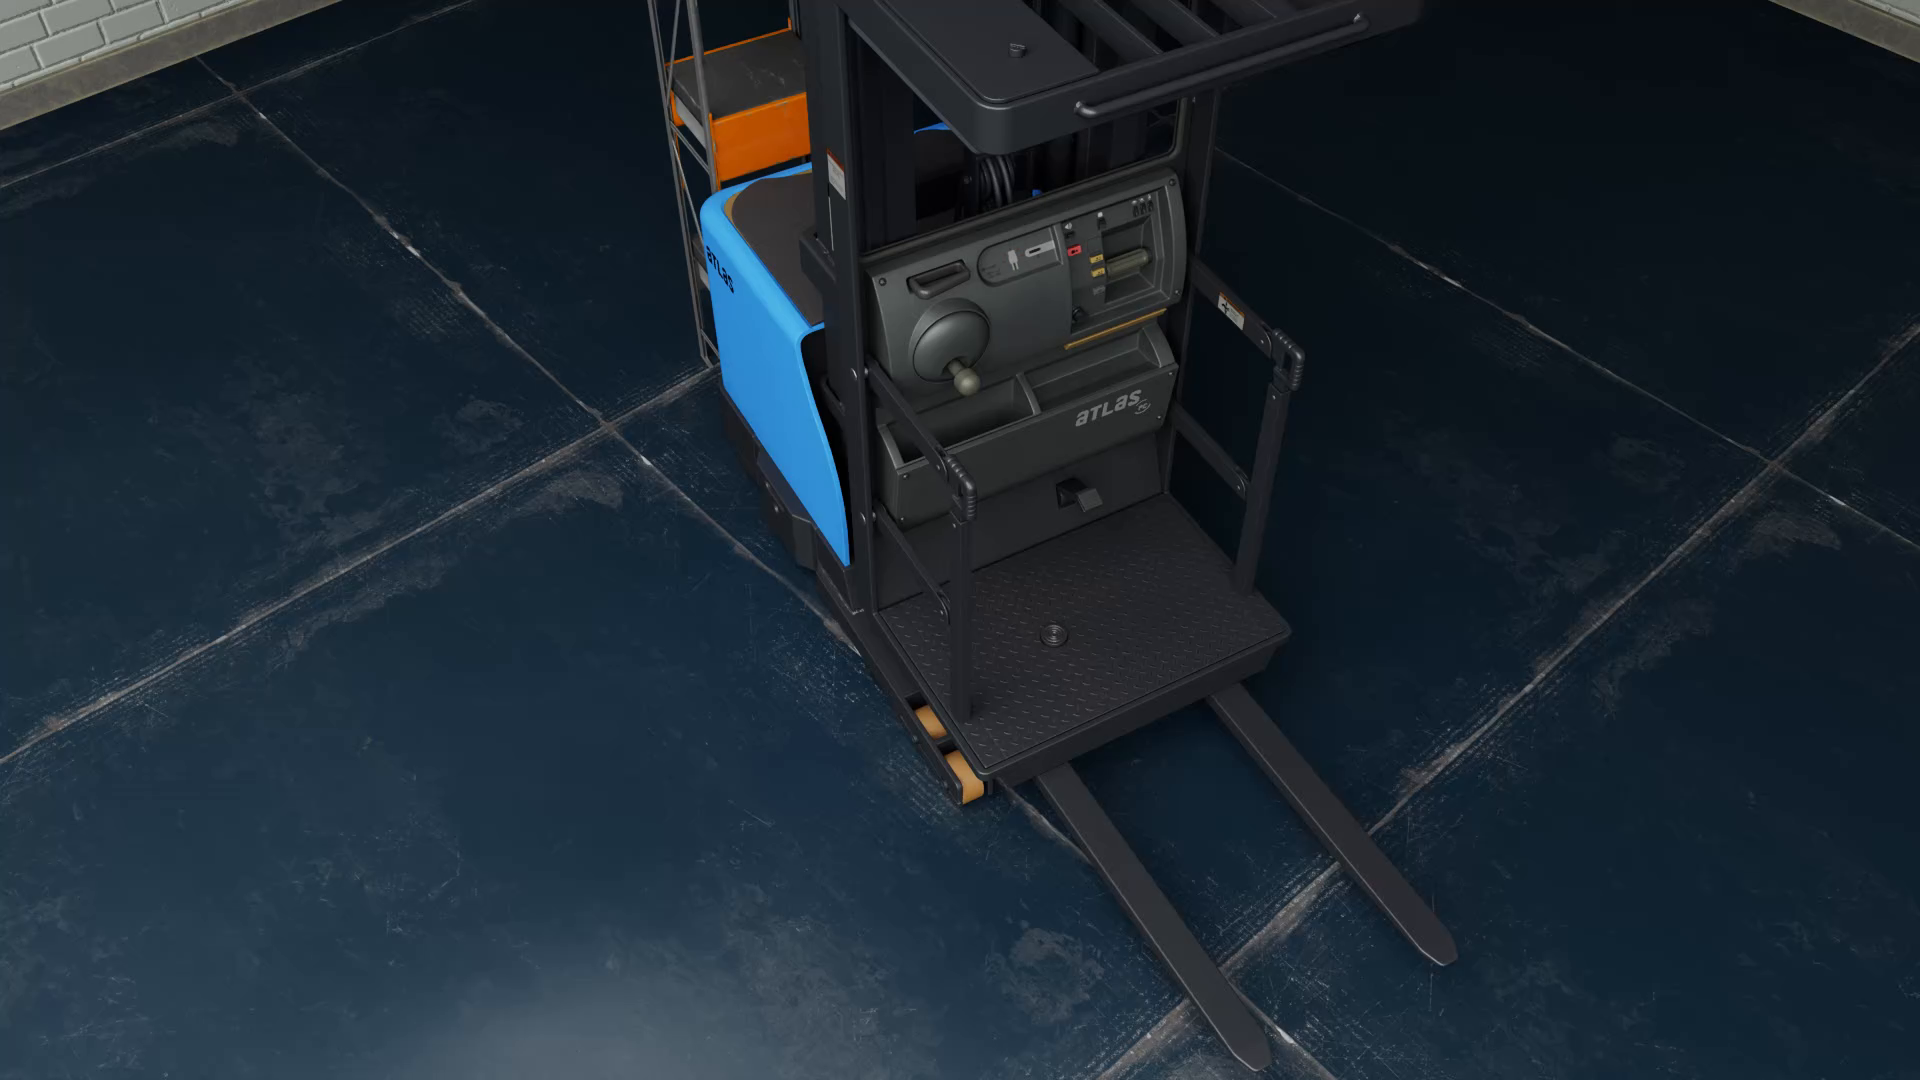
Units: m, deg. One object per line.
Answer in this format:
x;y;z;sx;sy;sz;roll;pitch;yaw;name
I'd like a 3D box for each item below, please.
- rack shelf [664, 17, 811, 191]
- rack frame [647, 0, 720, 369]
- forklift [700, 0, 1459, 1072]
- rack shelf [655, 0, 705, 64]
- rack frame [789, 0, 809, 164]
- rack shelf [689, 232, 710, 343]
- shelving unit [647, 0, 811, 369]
-0.680;-1.375;5.608;0.480;0.518;0.431;-23;51;-20;rack shelf
-0.892;-1.295;5.516;0.015;2.100;0.400;-23;51;-20;rack frame
0.305;-0.588;4.299;1.130;2.935;3.031;-22;51;-19;forklift
-0.680;-1.849;5.094;0.480;0.518;0.431;-23;51;-20;rack shelf
-0.469;-1.473;5.681;0.015;2.100;0.400;-23;51;-20;rack frame
-0.680;-0.900;6.123;0.480;0.518;0.431;-23;51;-20;rack shelf
-0.680;-1.384;5.598;0.503;2.100;0.431;-23;51;-20;shelving unit
